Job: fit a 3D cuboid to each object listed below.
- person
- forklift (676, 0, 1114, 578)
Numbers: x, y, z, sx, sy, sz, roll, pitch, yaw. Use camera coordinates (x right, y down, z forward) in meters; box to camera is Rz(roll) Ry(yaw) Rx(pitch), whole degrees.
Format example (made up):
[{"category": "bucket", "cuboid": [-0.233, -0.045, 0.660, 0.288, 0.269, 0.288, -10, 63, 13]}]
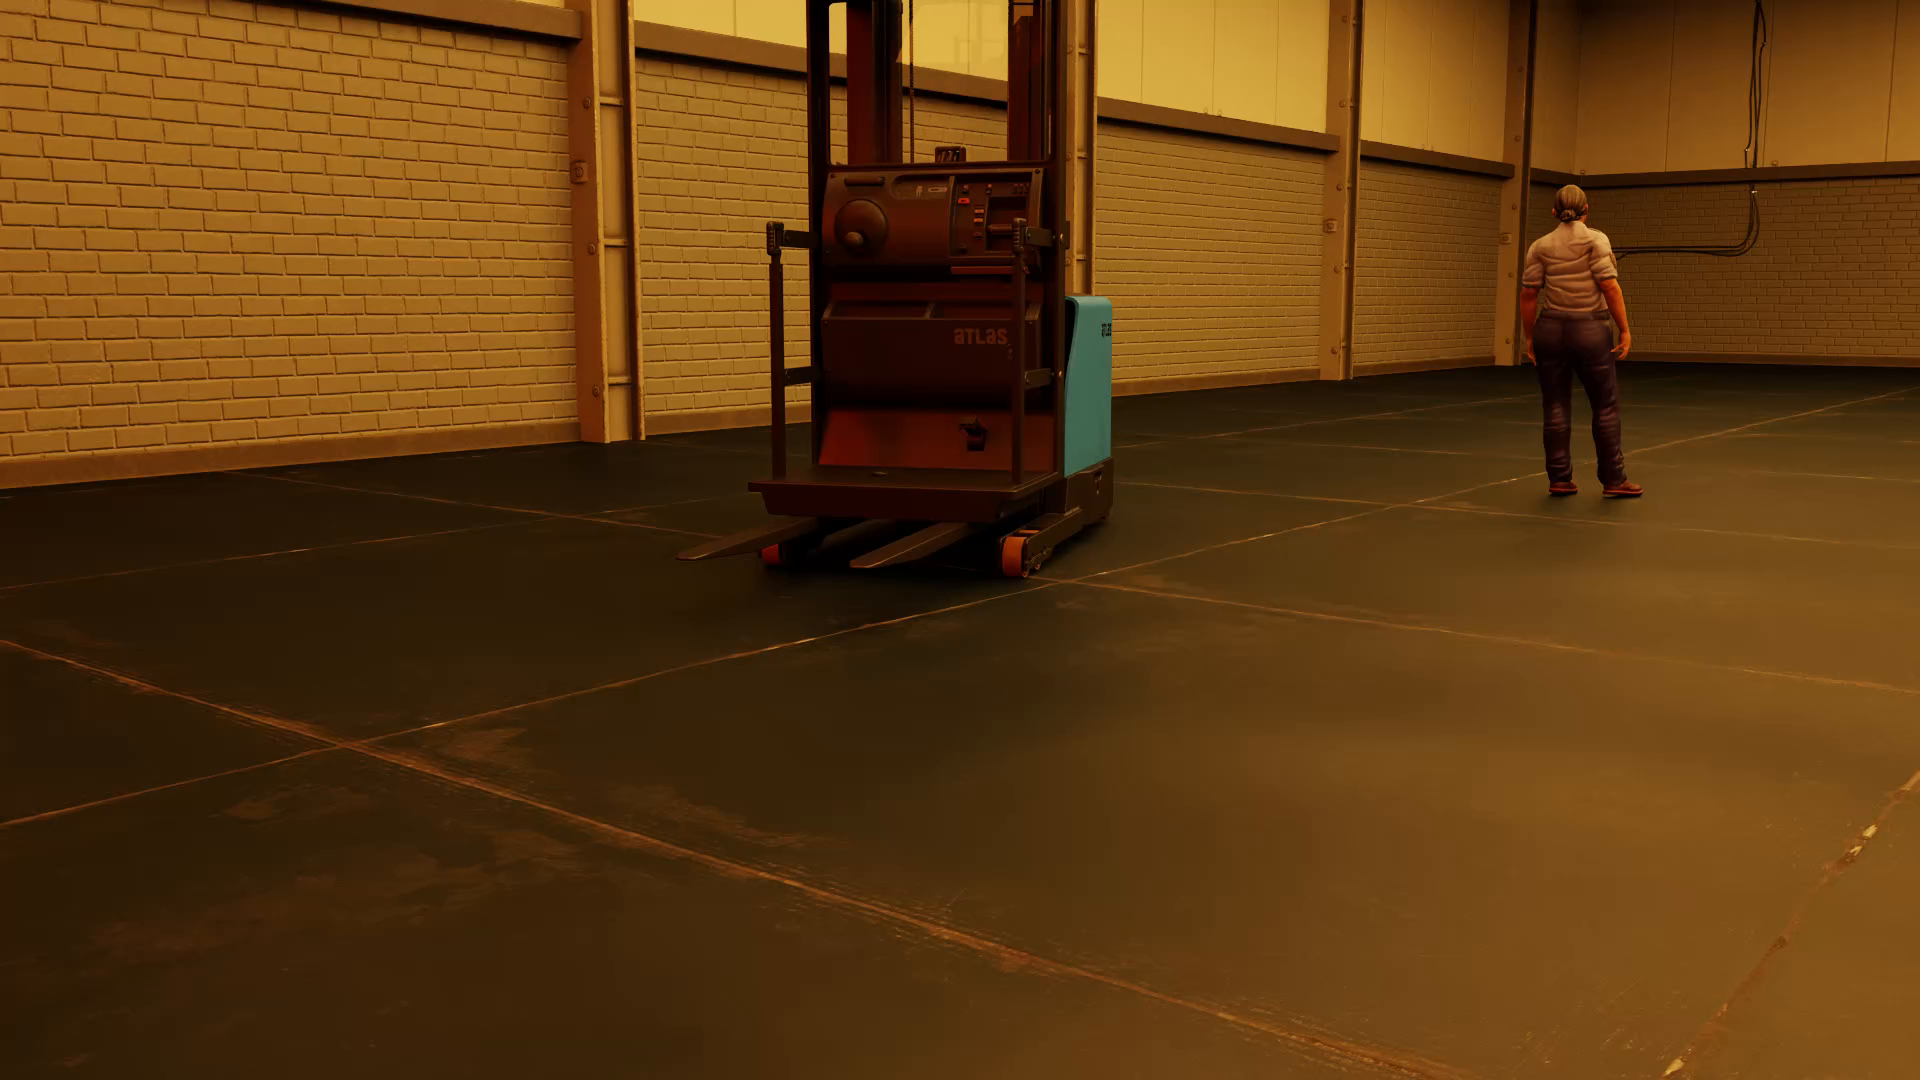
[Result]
[{"category": "person", "cuboid": [3.360, -1.069, 8.970, 0.598, 1.651, 0.502, 7, 11, 41]}, {"category": "forklift", "cuboid": [-0.176, -1.366, 6.616, 1.130, 2.935, 3.031, 3, 9, 17]}]
